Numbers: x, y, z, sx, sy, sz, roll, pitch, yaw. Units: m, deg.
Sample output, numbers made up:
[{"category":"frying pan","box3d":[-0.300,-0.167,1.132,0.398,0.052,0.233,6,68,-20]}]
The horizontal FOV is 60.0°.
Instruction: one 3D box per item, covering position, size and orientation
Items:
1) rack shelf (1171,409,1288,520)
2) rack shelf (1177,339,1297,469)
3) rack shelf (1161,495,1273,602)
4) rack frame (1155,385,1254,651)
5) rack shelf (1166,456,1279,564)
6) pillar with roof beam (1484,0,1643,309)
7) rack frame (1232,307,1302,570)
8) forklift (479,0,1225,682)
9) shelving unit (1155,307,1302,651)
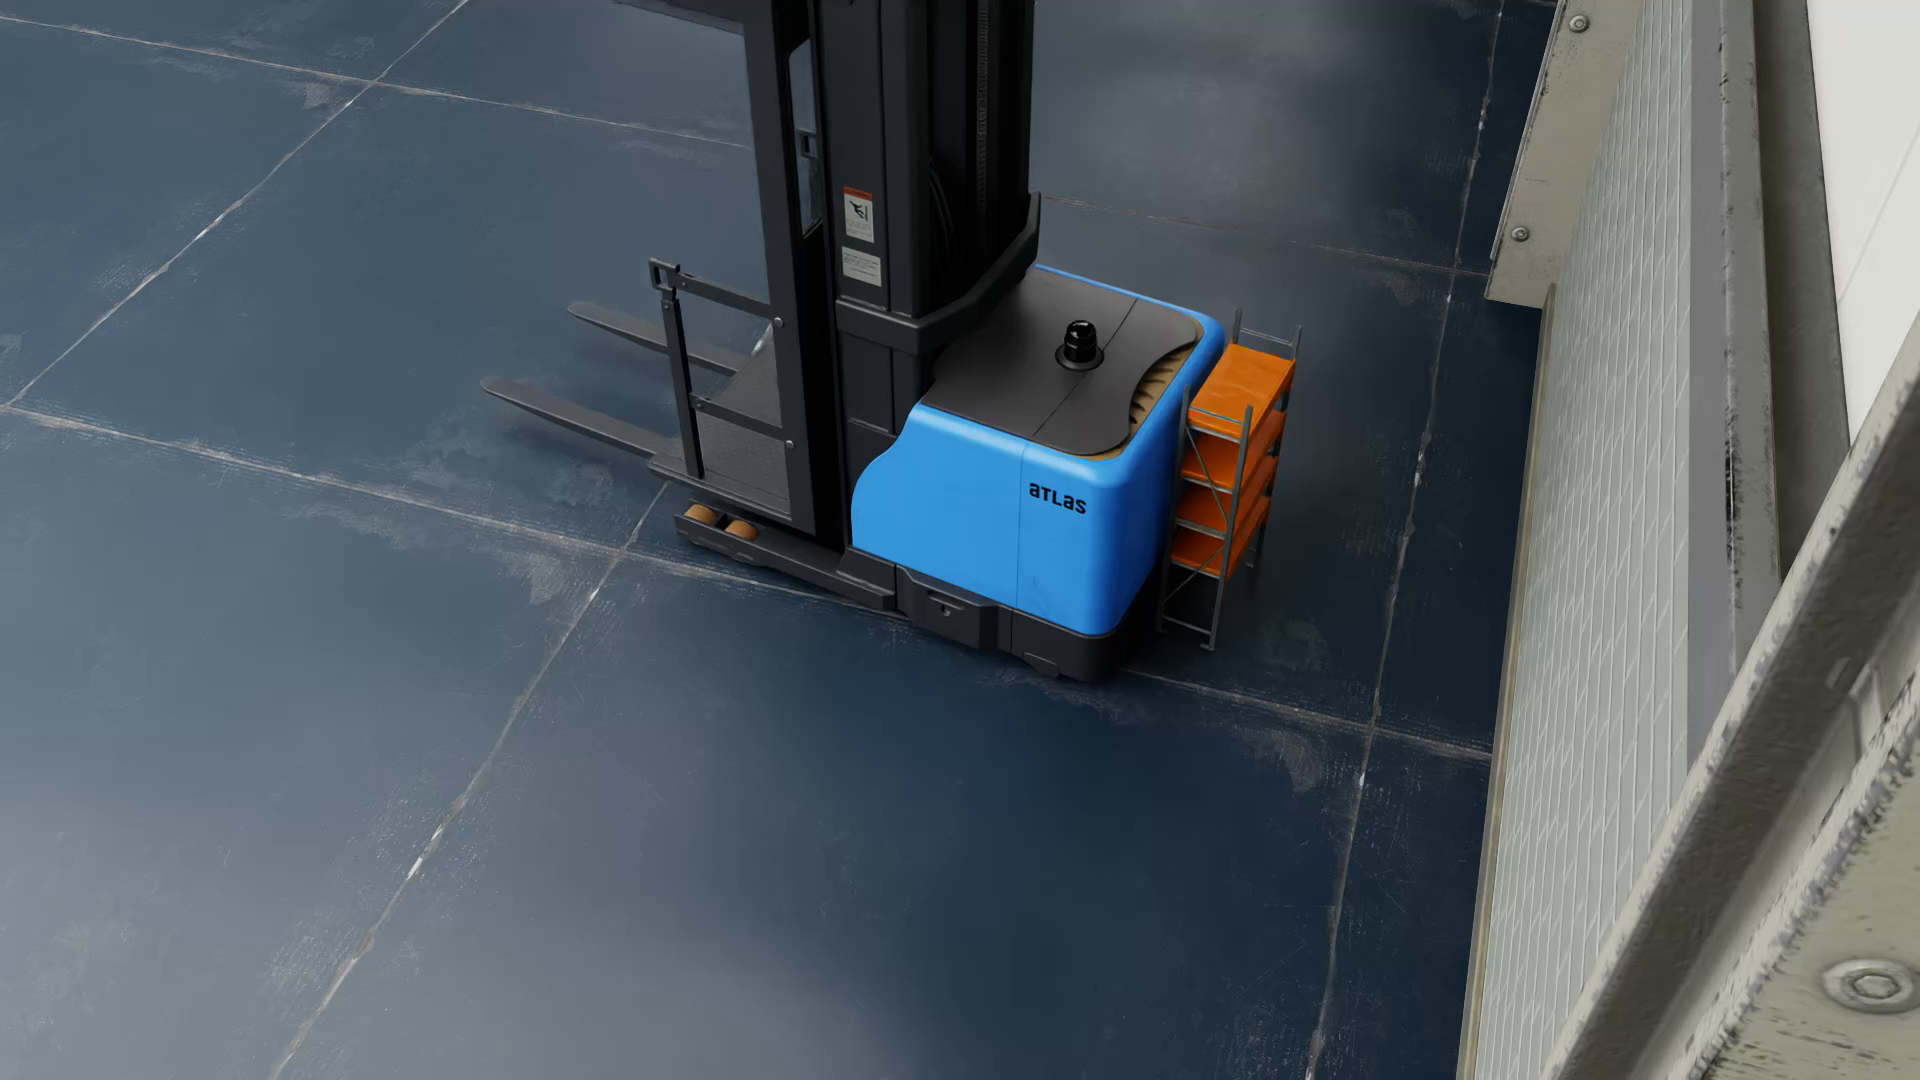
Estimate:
[{"category":"rack shelf","box3d":[0.972,-0.312,5.987,0.258,0.148,0.480,20,48,19]},{"category":"rack shelf","box3d":[0.972,-0.481,5.822,0.258,0.148,0.480,20,48,19]},{"category":"rack shelf","box3d":[0.972,-0.010,6.283,0.258,0.148,0.480,20,48,19]},{"category":"rack frame","box3d":[0.859,-0.049,5.942,0.240,1.200,0.015,20,48,19]},{"category":"rack shelf","box3d":[0.972,-0.152,6.144,0.258,0.148,0.480,20,48,19]},{"category":"pillar with roof beam","box3d":[-1.397,-5.379,5.813,9.100,9.000,0.400,13,46,13]},{"category":"rack frame","box3d":[1.084,-0.352,6.251,0.240,1.200,0.015,20,48,19]},{"category":"forklift","box3d":[-0.567,-1.266,5.948,3.031,2.935,1.130,20,48,20]},{"category":"shelving unit","box3d":[0.972,-0.200,6.097,0.258,1.200,0.503,20,48,19]}]
